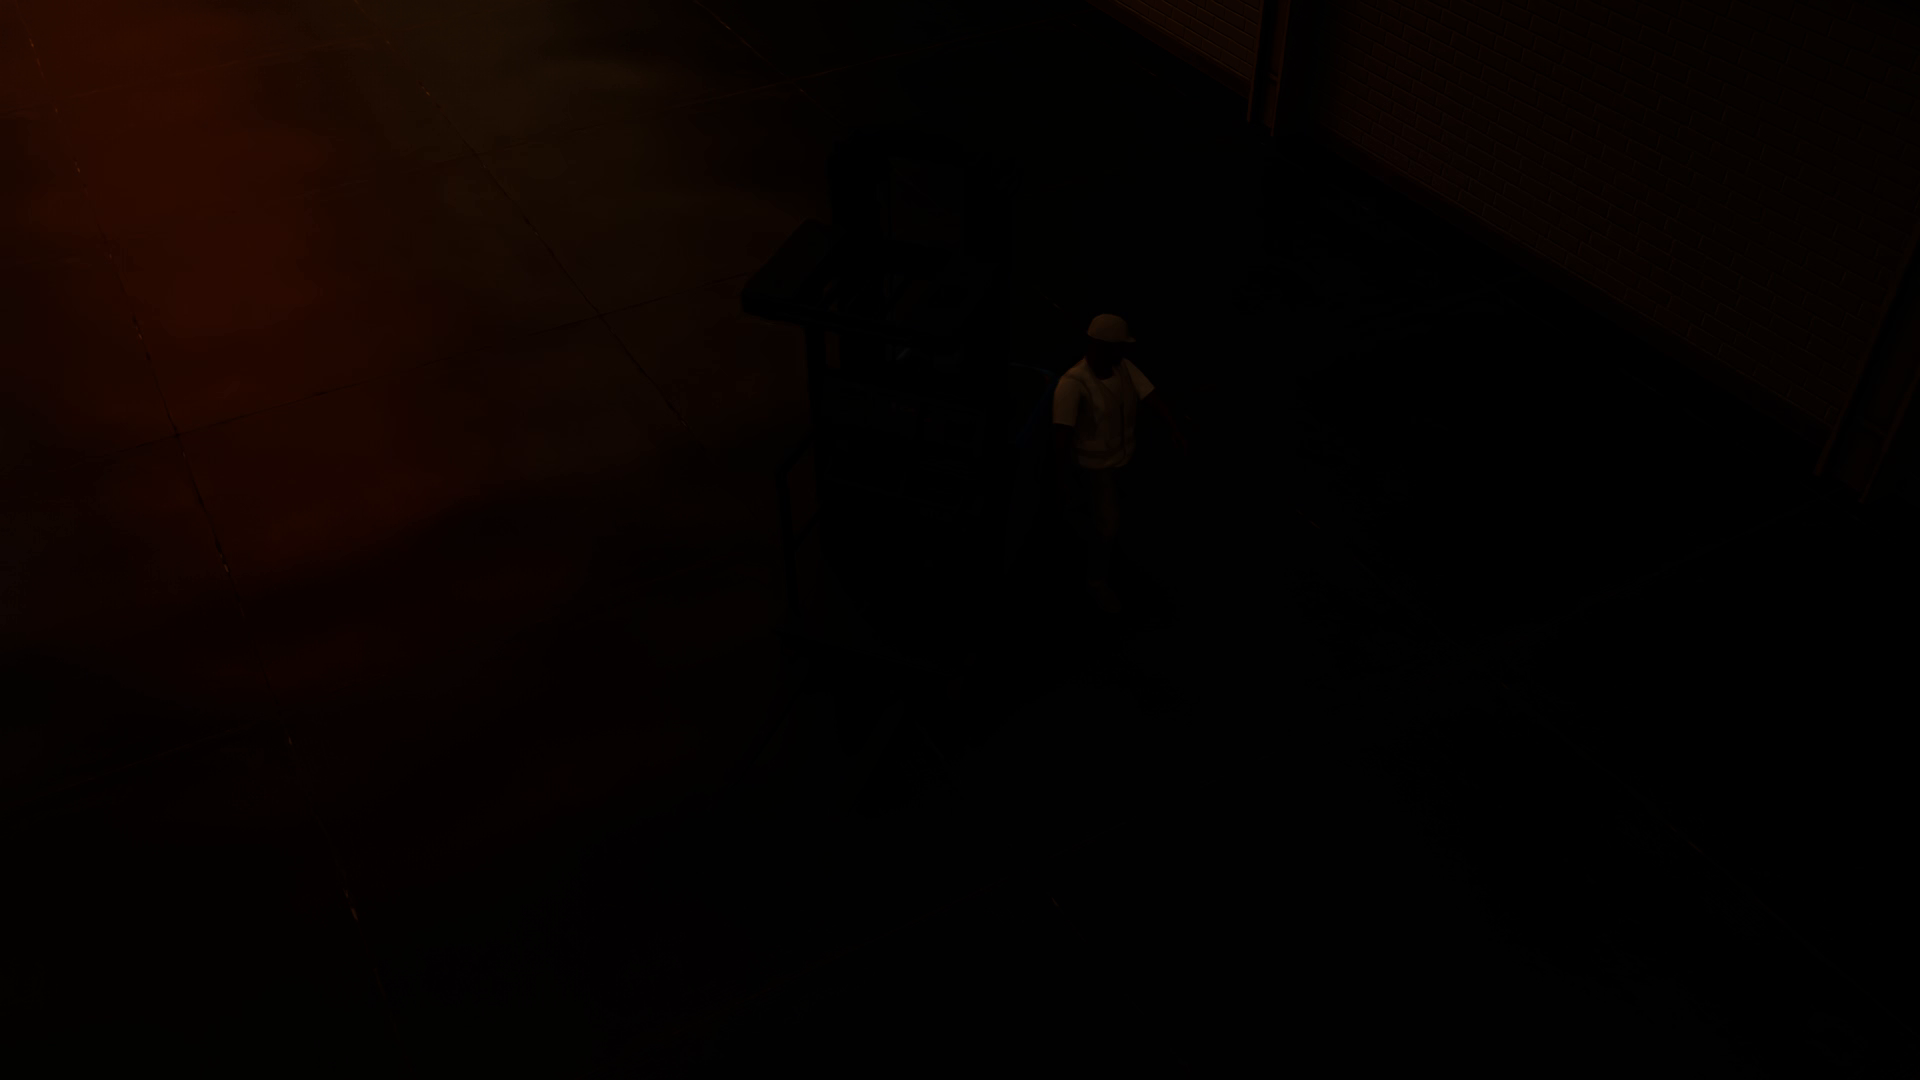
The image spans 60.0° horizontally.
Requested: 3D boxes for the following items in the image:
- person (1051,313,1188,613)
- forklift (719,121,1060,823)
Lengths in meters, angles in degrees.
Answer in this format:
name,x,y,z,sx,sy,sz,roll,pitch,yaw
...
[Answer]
name,x,y,z,sx,sy,sz,roll,pitch,yaw
person,0.833,-0.429,9.554,0.895,1.676,0.821,25,46,27
forklift,-0.377,-0.527,8.672,1.130,2.935,3.031,14,42,16
